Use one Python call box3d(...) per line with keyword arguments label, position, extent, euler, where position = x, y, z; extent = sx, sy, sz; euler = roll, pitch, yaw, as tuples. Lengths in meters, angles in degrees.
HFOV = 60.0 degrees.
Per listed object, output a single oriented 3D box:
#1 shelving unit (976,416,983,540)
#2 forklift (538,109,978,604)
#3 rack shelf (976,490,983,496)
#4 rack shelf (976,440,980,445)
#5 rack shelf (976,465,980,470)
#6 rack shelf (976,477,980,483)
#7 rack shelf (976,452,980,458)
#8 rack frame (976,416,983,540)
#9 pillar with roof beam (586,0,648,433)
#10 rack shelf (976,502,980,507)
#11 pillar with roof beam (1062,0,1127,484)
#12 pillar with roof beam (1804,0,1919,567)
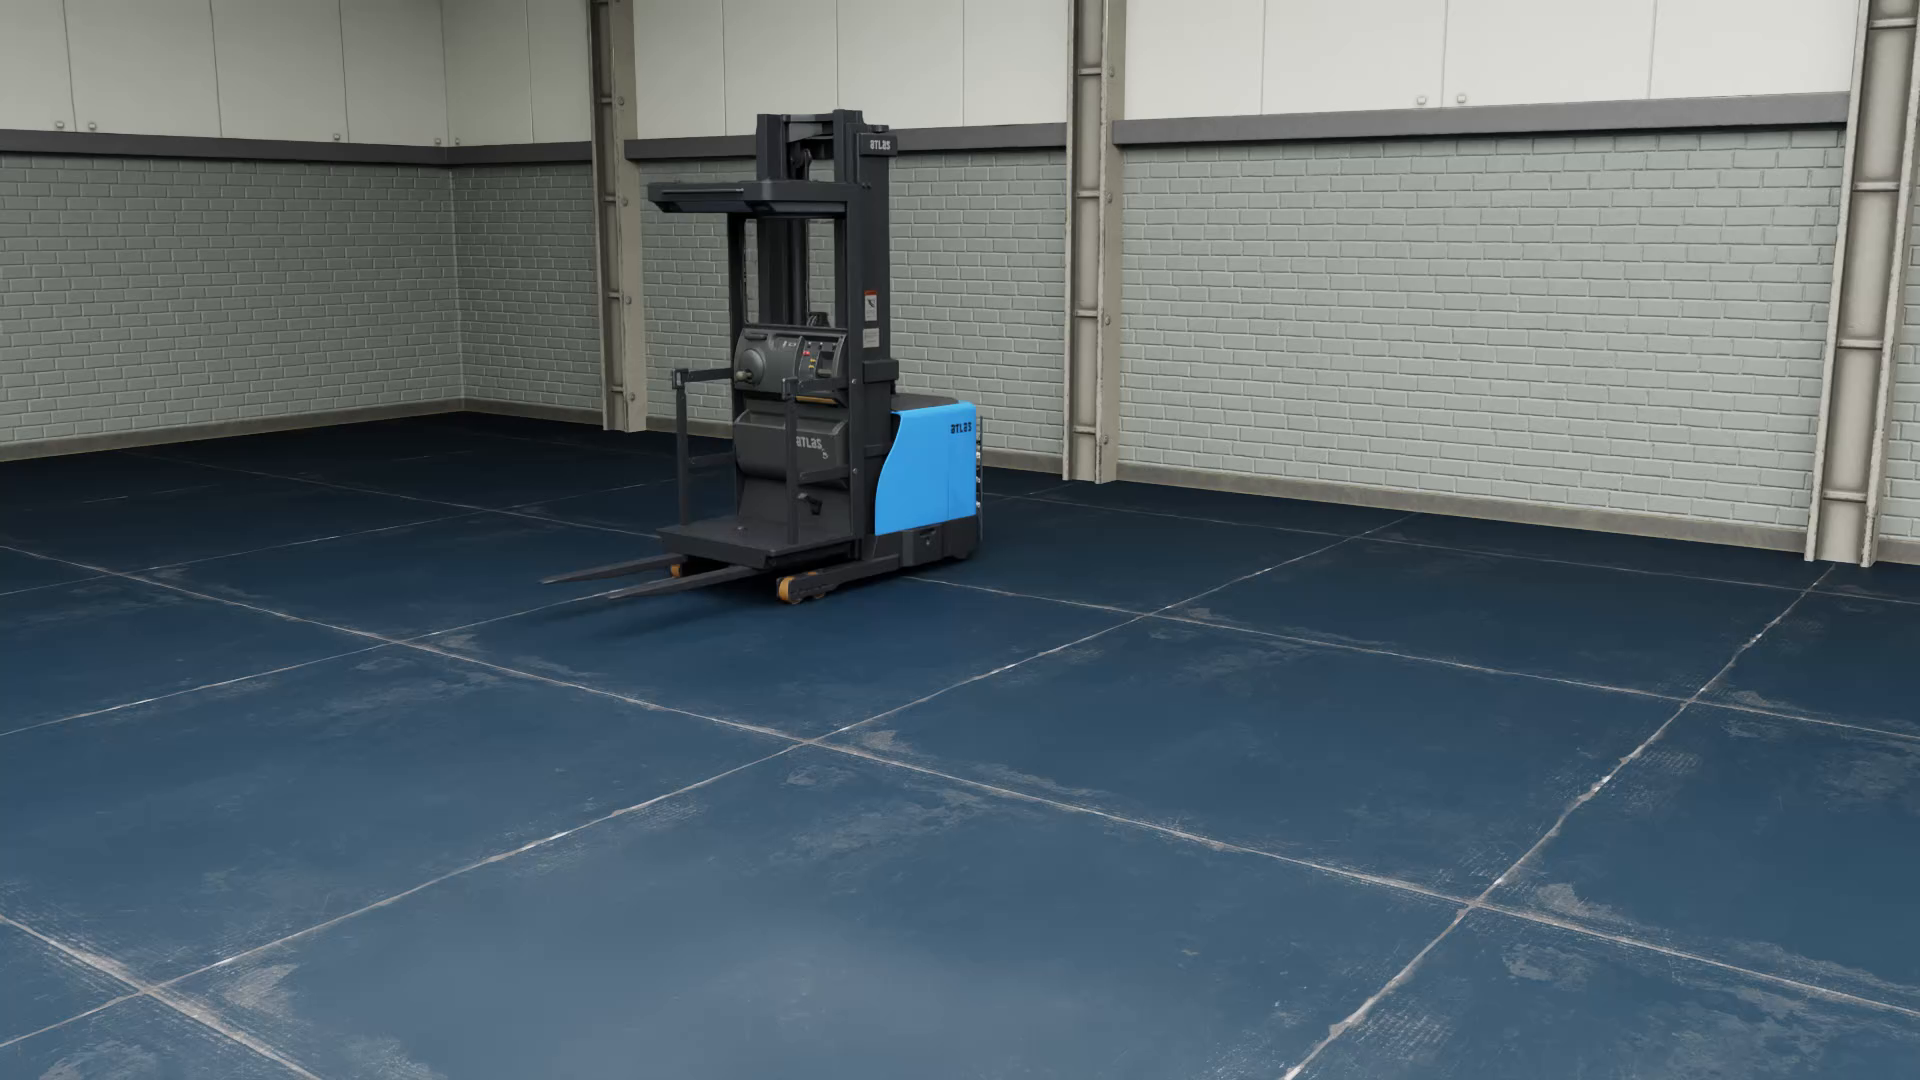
box3d(label="shelving unit", position=(0.007, -0.441, 11.939), extent=(0.210, 0.900, 0.258), euler=(8, 13, 36))
box3d(label="forklift", position=(-1.211, -1.159, 10.306), extent=(1.130, 2.935, 3.031), euler=(9, 14, 39))
box3d(label="rack shelf", position=(0.007, -0.320, 11.963), extent=(0.200, 0.077, 0.258), euler=(8, 13, 36))
box3d(label="rack shelf", position=(0.007, -0.673, 11.895), extent=(0.200, 0.077, 0.258), euler=(8, 13, 36))
box3d(label="rack shelf", position=(0.007, -0.497, 11.929), extent=(0.200, 0.077, 0.258), euler=(8, 13, 36))
box3d(label="rack shelf", position=(0.007, -0.408, 11.946), extent=(0.200, 0.077, 0.258), euler=(8, 13, 36))
box3d(label="rack shelf", position=(0.007, -0.585, 11.912), extent=(0.200, 0.077, 0.258), euler=(8, 13, 36))
box3d(label="rack frame", position=(0.088, -0.429, 11.880), extent=(0.006, 0.900, 0.240), euler=(8, 13, 36))
box3d(label="pillar with roof beam", position=(-6.226, -4.972, 14.037), extent=(0.400, 9.000, 9.100), euler=(8, 13, 36))
box3d(label="rack shelf", position=(0.007, -0.231, 11.980), extent=(0.200, 0.077, 0.258), euler=(8, 13, 36))
box3d(label="pillar with roof beam", position=(-1.390, -4.297, 10.550), extent=(0.400, 9.000, 9.100), euler=(8, 13, 36))
box3d(label="pillar with roof beam", position=(3.446, -3.623, 7.063), extent=(0.400, 9.000, 9.100), euler=(8, 13, 36))
